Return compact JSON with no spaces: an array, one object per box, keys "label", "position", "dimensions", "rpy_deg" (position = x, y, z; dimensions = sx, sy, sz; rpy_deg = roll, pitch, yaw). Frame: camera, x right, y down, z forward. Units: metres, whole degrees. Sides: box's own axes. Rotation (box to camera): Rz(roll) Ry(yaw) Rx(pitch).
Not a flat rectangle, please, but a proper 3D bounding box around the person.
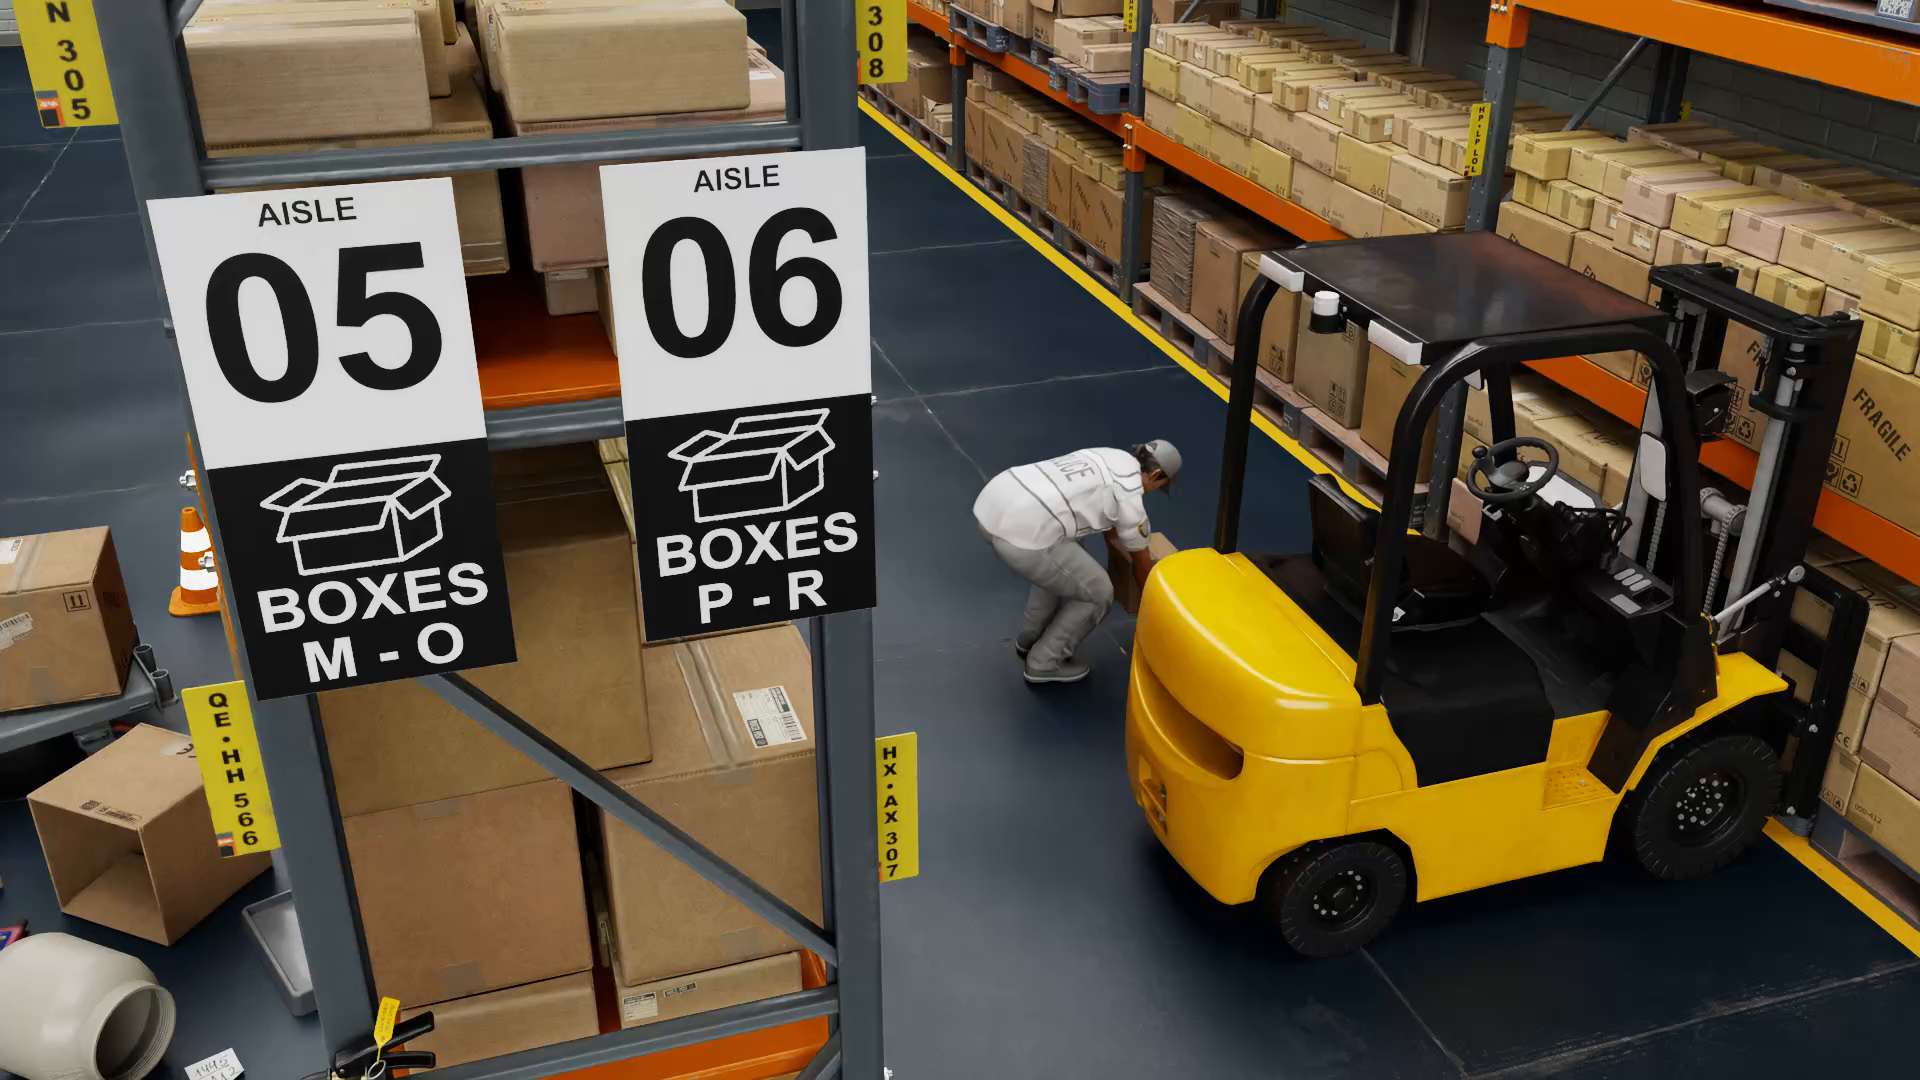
[{"label":"person","position":[0.527,0.081,7.215],"dimensions":[0.937,0.987,0.505],"rpy_deg":[-10,28,-18]}]
